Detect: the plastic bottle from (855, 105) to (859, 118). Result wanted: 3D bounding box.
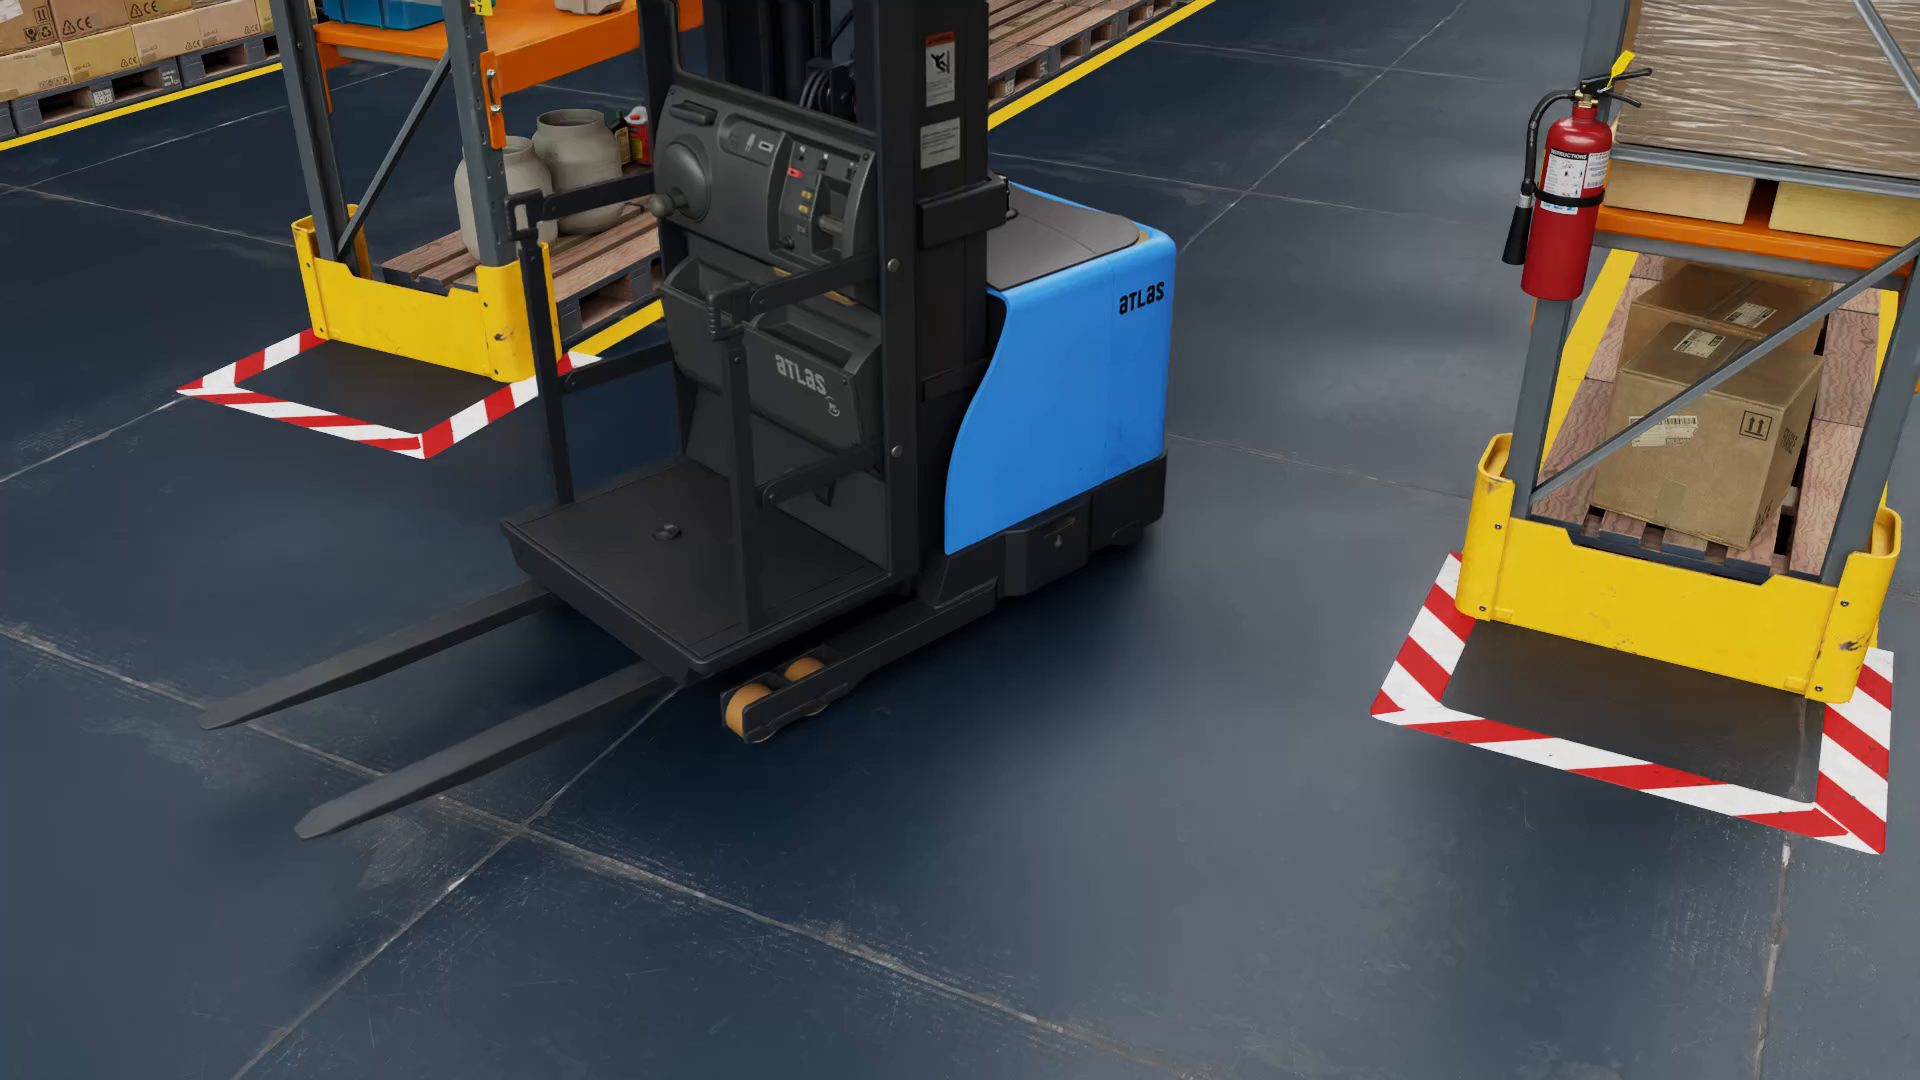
[{"bbox_3d":[-0.607,-2.373,9.156,0.061,0.283,0.133,17,34,27],"label":"plastic bottle"}]

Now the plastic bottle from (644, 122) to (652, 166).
[{"bbox_3d":[-1.587,-2.112,8.702,0.061,0.283,0.133,14,33,23],"label":"plastic bottle"}]

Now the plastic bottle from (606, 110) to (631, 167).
[{"bbox_3d":[-1.784,-2.087,8.657,0.061,0.283,0.133,15,33,24],"label":"plastic bottle"}]

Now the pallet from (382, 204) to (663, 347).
[{"bbox_3d":[-1.900,-1.298,7.799,1.003,0.211,1.213,14,33,23],"label":"pallet"}]

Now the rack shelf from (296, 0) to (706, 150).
[{"bbox_3d":[-1.357,-2.679,8.125,1.077,0.370,4.000,14,33,23],"label":"rack shelf"}]

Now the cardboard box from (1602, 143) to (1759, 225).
[{"bbox_3d":[2.088,-1.045,4.810,0.380,0.149,0.250,14,33,23],"label":"cardboard box"}]

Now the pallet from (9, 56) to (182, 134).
[{"bbox_3d":[-5.807,-2.908,10.601,1.003,0.211,1.213,14,33,23],"label":"pallet"}]

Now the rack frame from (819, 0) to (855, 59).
[{"bbox_3d":[-0.445,-3.877,9.490,1.000,3.000,0.127,14,33,23],"label":"rack frame"}]

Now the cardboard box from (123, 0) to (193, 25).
[{"bbox_3d":[-5.333,-3.621,10.630,0.500,0.500,0.500,14,33,23],"label":"cardboard box"}]

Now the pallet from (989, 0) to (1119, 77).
[{"bbox_3d":[0.432,-3.568,11.751,1.003,0.211,1.213,14,33,23],"label":"pallet"}]

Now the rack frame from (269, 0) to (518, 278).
[{"bbox_3d":[-2.268,-2.104,6.402,1.000,3.000,0.127,14,33,23],"label":"rack frame"}]

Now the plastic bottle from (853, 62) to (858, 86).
[{"bbox_3d":[-0.570,-2.484,9.281,0.144,0.351,0.185,13,32,21],"label":"plastic bottle"}]

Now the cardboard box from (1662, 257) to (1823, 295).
[{"bbox_3d":[2.985,-0.898,6.390,0.500,0.500,0.500,18,34,28],"label":"cardboard box"}]

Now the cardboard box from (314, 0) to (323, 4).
[{"bbox_3d":[-4.449,-4.115,12.243,0.500,0.250,0.500,13,33,22],"label":"cardboard box"}]

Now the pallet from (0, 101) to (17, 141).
[{"bbox_3d":[-6.364,-2.369,9.663,1.003,0.211,1.213,14,33,23],"label":"pallet"}]

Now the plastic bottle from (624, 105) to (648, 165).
[{"bbox_3d":[-1.682,-2.133,8.746,0.152,0.276,0.135,15,33,24],"label":"plastic bottle"}]

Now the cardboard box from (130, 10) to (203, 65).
[{"bbox_3d":[-5.321,-3.293,10.812,0.500,0.250,0.500,14,33,23],"label":"cardboard box"}]

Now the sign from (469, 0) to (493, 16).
[{"bbox_3d":[-1.780,-2.098,6.113,0.100,0.325,0.005,14,33,23],"label":"sign"}]

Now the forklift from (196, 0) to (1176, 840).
[{"bbox_3d":[-0.716,-0.987,4.525,3.031,2.935,1.130,-25,38,-36],"label":"forklift"}]

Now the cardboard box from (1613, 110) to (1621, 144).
[{"bbox_3d":[2.270,-1.278,5.216,0.380,0.149,0.250,14,33,23],"label":"cardboard box"}]

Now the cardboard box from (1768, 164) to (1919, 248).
[{"bbox_3d":[2.484,-0.944,4.634,0.380,0.149,0.250,14,33,23],"label":"cardboard box"}]

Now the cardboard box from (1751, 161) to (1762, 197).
[{"bbox_3d":[2.202,-1.156,5.002,0.380,0.149,0.250,14,33,23],"label":"cardboard box"}]

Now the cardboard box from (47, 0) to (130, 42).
[{"bbox_3d":[-5.547,-3.396,10.238,0.500,0.500,0.500,14,33,23],"label":"cardboard box"}]

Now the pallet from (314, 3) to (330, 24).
[{"bbox_3d":[-4.552,-4.129,12.728,1.003,0.211,1.213,14,33,23],"label":"pallet"}]

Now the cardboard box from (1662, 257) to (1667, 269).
[{"bbox_3d":[3.492,-1.428,7.313,0.500,0.500,0.500,-26,39,-37],"label":"cardboard box"}]

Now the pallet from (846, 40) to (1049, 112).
[{"bbox_3d":[-0.122,-3.025,10.806,1.003,0.211,1.213,14,33,23],"label":"pallet"}]

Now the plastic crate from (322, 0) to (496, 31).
[{"bbox_3d":[-2.306,-2.330,6.944,0.499,0.251,0.616,14,33,23],"label":"plastic crate"}]

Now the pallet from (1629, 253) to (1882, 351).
[{"bbox_3d":[3.689,-1.239,7.695,1.003,0.211,1.213,14,33,23],"label":"pallet"}]

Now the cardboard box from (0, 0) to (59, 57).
[{"bbox_3d":[-5.791,-3.178,9.859,0.500,0.500,0.500,14,33,23],"label":"cardboard box"}]

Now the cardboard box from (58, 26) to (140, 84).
[{"bbox_3d":[-5.548,-3.071,10.425,0.500,0.250,0.500,14,33,23],"label":"cardboard box"}]

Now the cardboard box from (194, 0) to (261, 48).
[{"bbox_3d":[-5.107,-3.518,11.203,0.500,0.250,0.500,14,33,23],"label":"cardboard box"}]

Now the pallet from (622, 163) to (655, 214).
[{"bbox_3d":[-1.343,-1.837,8.737,1.003,0.211,1.213,14,33,23],"label":"pallet"}]

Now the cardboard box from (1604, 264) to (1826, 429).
[{"bbox_3d":[2.683,-0.625,5.914,0.500,0.500,0.500,24,38,36],"label":"cardboard box"}]

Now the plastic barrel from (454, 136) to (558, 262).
[{"bbox_3d":[-2.036,-1.517,7.455,0.421,0.512,0.421,0,30,0],"label":"plastic barrel"}]

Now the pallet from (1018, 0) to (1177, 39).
[{"bbox_3d":[0.989,-4.107,12.690,1.003,0.211,1.213,14,33,23],"label":"pallet"}]

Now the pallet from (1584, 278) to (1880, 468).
[{"bbox_3d":[3.135,-0.696,6.750,1.003,0.211,1.213,14,33,23],"label":"pallet"}]

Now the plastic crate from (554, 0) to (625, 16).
[{"bbox_3d":[-1.574,-2.314,7.032,0.298,0.136,0.250,14,33,23],"label":"plastic crate"}]

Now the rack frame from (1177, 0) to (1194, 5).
[{"bbox_3d":[1.377,-5.651,12.578,1.000,3.000,0.127,14,33,23],"label":"rack frame"}]

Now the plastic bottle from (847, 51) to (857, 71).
[{"bbox_3d":[-0.611,-2.601,9.486,0.144,0.351,0.185,14,33,23],"label":"plastic bottle"}]

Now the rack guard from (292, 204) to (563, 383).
[{"bbox_3d":[-2.275,-1.065,7.102,1.175,0.500,0.348,14,33,23],"label":"rack guard"}]

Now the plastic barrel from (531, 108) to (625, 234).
[{"bbox_3d":[-1.808,-1.739,7.842,0.421,0.512,0.421,0,30,0],"label":"plastic barrel"}]

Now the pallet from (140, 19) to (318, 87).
[{"bbox_3d":[-5.253,-3.451,11.547,1.003,0.211,1.213,14,33,23],"label":"pallet"}]

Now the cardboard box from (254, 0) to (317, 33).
[{"bbox_3d":[-4.870,-3.737,11.586,0.500,0.250,0.500,14,33,23],"label":"cardboard box"}]

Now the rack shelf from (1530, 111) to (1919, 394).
[{"bbox_3d":[3.053,-1.555,6.169,1.077,0.370,4.000,14,33,23],"label":"rack shelf"}]

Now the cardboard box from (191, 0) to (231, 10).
[{"bbox_3d":[-5.108,-3.844,11.017,0.500,0.500,0.500,14,33,23],"label":"cardboard box"}]

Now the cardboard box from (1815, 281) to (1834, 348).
[{"bbox_3d":[3.279,-1.135,6.803,0.500,0.500,0.500,11,32,19],"label":"cardboard box"}]

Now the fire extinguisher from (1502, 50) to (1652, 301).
[{"bbox_3d":[1.679,-1.001,4.558,0.296,0.674,0.183,14,33,23],"label":"fire extinguisher"}]

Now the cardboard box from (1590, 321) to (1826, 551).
[{"bbox_3d":[2.441,-0.352,5.439,0.500,0.500,0.500,21,36,32],"label":"cardboard box"}]

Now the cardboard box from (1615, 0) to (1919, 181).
[{"bbox_3d":[2.417,-1.391,4.760,0.875,0.500,0.500,14,33,23],"label":"cardboard box"}]

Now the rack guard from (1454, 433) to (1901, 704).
[{"bbox_3d":[2.176,0.070,5.127,1.175,0.500,0.348,14,33,23],"label":"rack guard"}]

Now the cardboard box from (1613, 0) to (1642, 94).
[{"bbox_3d":[2.537,-1.639,5.194,0.875,0.500,0.500,14,33,23],"label":"cardboard box"}]

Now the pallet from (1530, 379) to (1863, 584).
[{"bbox_3d":[2.578,-0.157,5.812,1.003,0.211,1.213,14,33,23],"label":"pallet"}]

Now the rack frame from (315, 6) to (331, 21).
[{"bbox_3d":[-4.853,-5.003,11.450,1.000,3.000,0.127,14,33,23],"label":"rack frame"}]

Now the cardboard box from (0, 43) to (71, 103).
[{"bbox_3d":[-5.780,-2.851,10.041,0.500,0.250,0.500,14,33,23],"label":"cardboard box"}]

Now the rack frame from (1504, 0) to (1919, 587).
[{"bbox_3d":[2.142,-0.981,4.446,1.000,3.000,0.127,14,33,23],"label":"rack frame"}]
